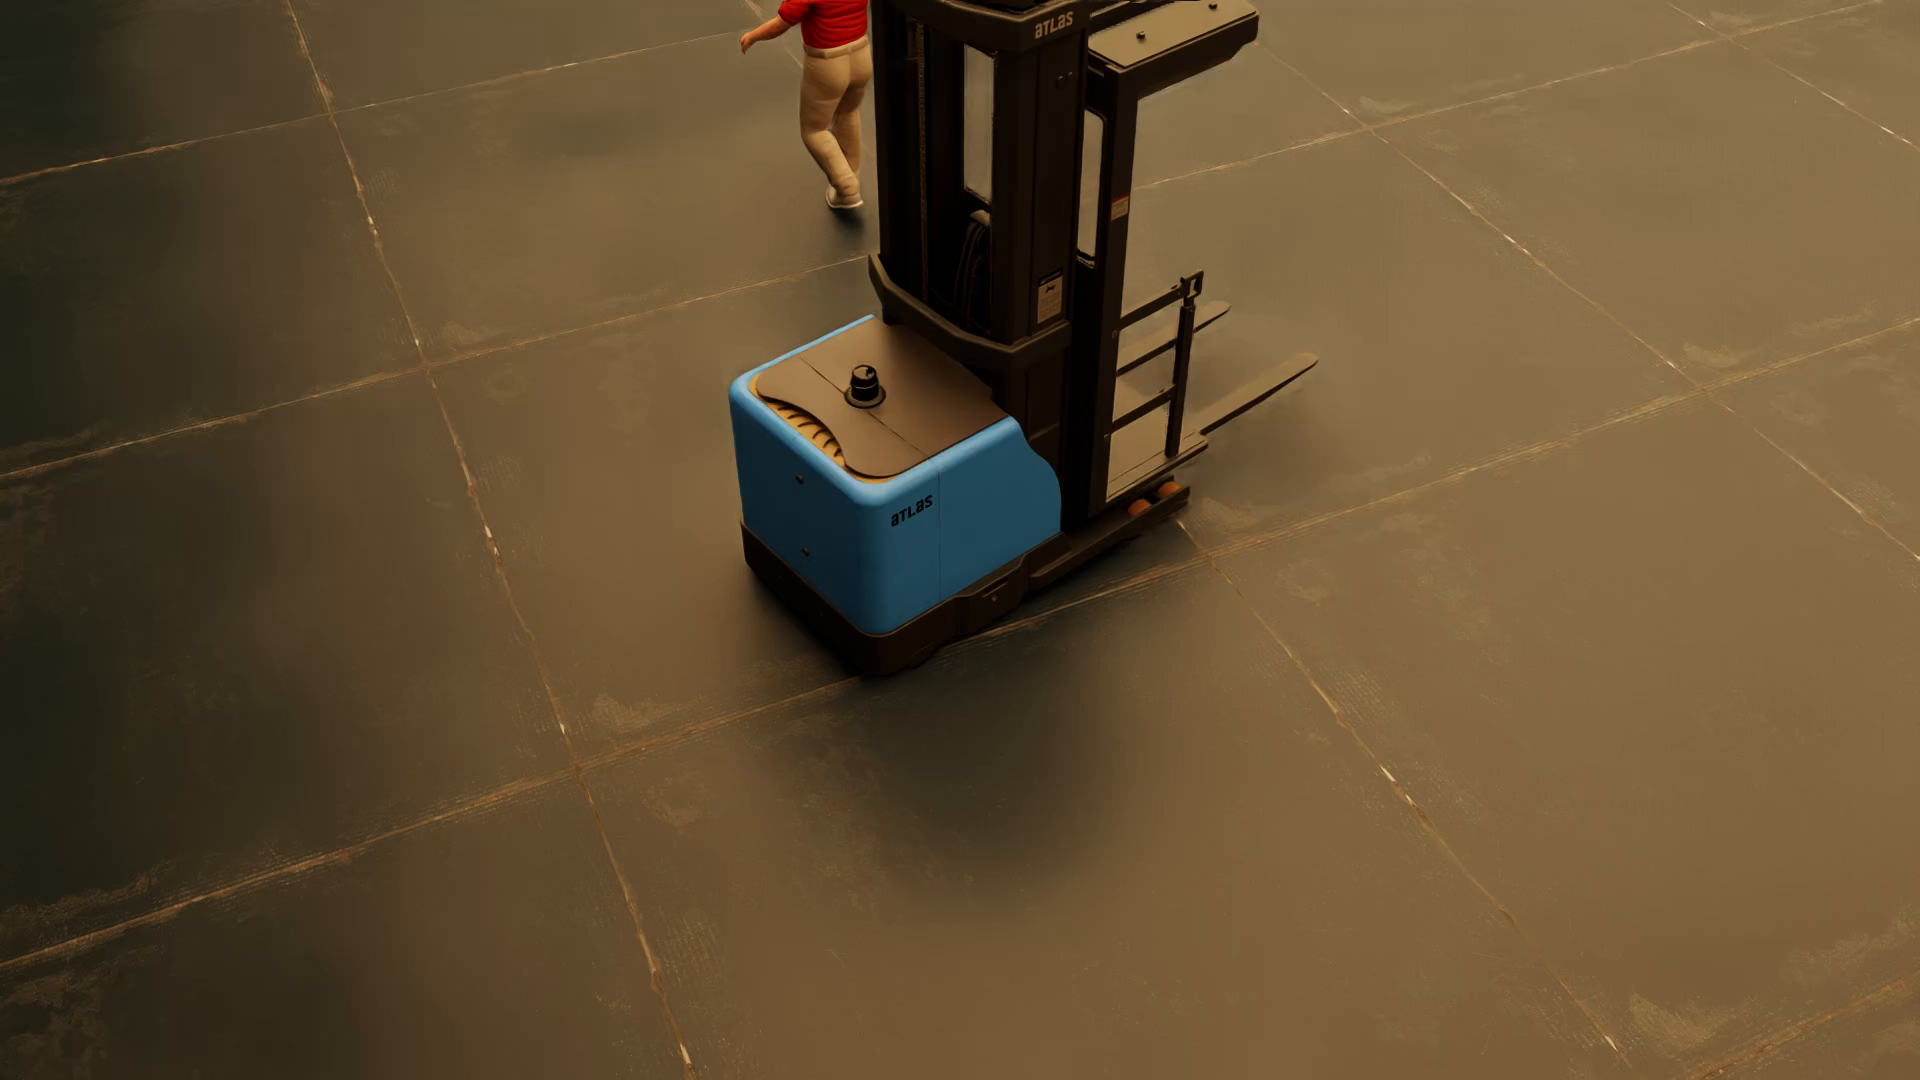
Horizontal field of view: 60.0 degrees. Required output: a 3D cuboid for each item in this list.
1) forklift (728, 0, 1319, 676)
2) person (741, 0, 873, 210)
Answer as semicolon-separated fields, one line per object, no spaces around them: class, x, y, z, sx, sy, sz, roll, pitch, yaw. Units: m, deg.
forklift;0.462;-1.348;7.124;3.031;2.935;1.130;-30;51;-28
person;-0.695;-2.720;9.500;0.909;1.709;0.730;-27;49;-26
